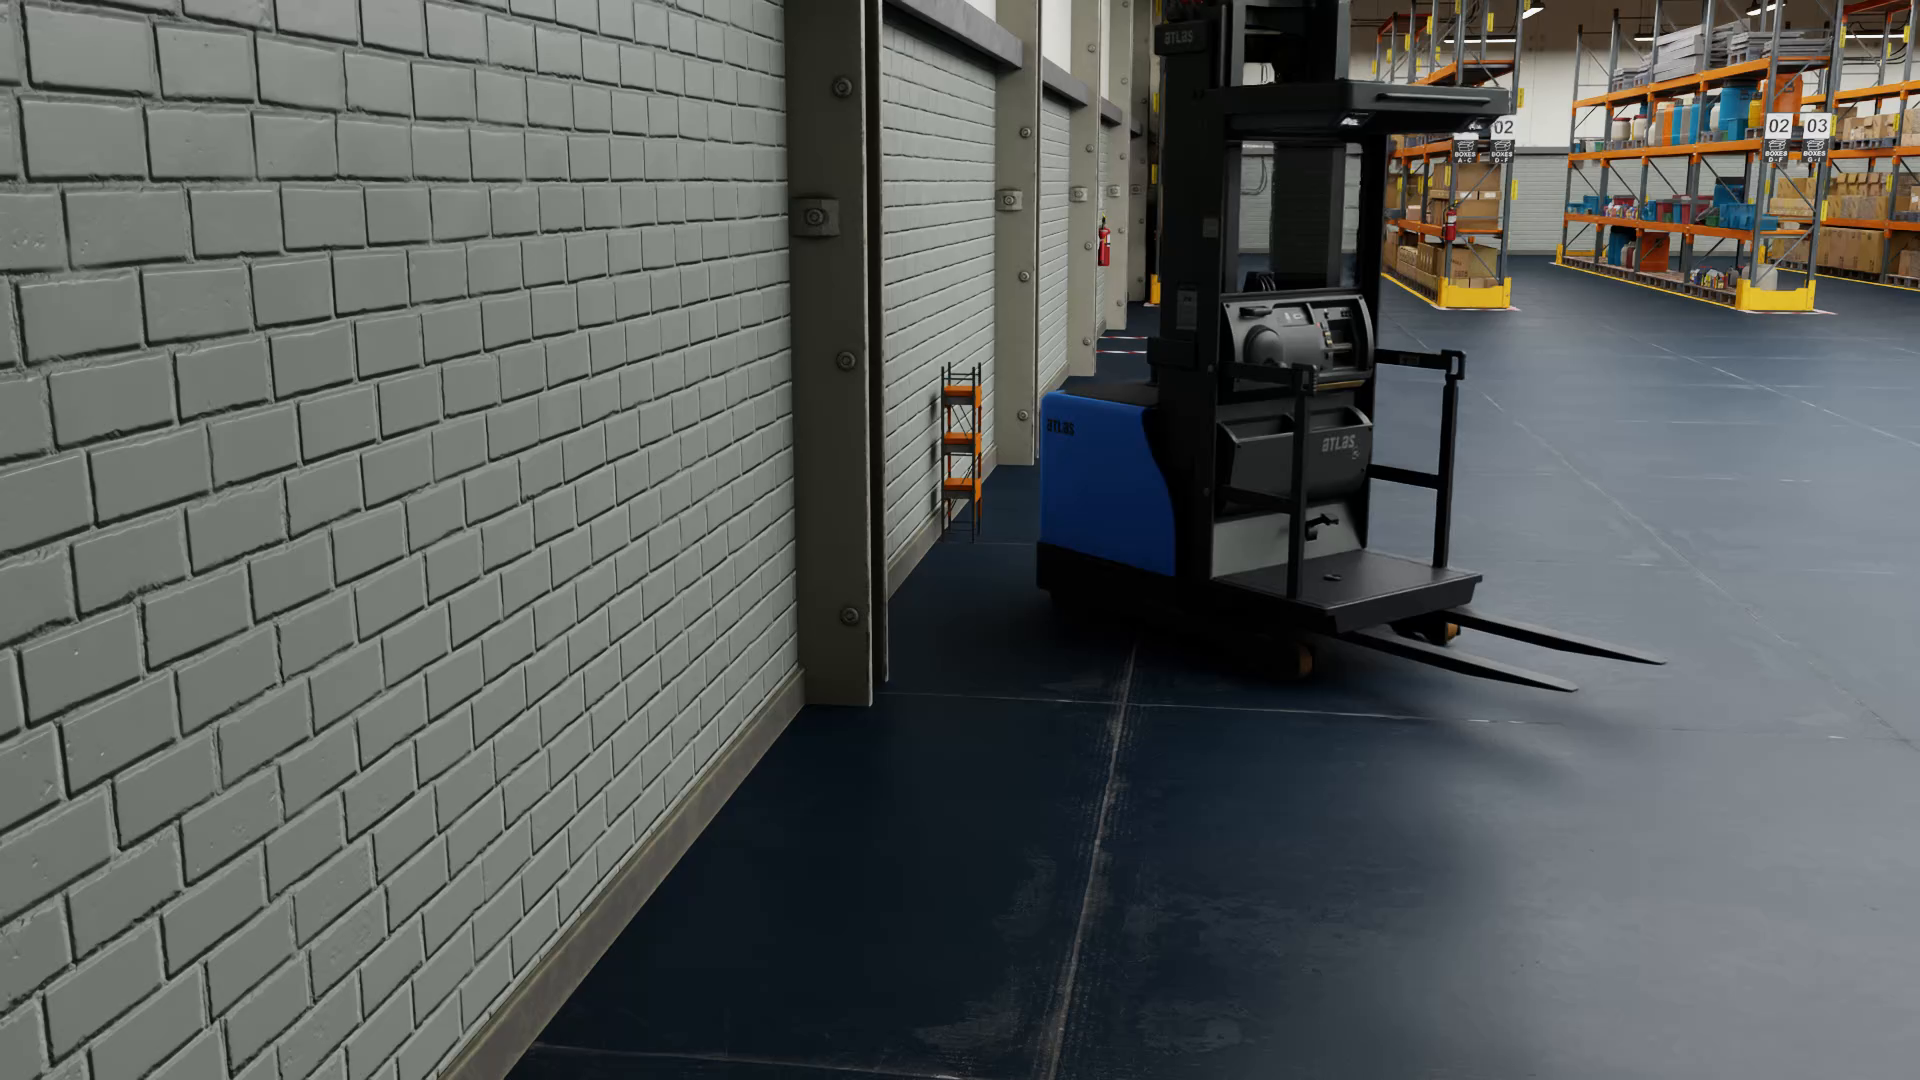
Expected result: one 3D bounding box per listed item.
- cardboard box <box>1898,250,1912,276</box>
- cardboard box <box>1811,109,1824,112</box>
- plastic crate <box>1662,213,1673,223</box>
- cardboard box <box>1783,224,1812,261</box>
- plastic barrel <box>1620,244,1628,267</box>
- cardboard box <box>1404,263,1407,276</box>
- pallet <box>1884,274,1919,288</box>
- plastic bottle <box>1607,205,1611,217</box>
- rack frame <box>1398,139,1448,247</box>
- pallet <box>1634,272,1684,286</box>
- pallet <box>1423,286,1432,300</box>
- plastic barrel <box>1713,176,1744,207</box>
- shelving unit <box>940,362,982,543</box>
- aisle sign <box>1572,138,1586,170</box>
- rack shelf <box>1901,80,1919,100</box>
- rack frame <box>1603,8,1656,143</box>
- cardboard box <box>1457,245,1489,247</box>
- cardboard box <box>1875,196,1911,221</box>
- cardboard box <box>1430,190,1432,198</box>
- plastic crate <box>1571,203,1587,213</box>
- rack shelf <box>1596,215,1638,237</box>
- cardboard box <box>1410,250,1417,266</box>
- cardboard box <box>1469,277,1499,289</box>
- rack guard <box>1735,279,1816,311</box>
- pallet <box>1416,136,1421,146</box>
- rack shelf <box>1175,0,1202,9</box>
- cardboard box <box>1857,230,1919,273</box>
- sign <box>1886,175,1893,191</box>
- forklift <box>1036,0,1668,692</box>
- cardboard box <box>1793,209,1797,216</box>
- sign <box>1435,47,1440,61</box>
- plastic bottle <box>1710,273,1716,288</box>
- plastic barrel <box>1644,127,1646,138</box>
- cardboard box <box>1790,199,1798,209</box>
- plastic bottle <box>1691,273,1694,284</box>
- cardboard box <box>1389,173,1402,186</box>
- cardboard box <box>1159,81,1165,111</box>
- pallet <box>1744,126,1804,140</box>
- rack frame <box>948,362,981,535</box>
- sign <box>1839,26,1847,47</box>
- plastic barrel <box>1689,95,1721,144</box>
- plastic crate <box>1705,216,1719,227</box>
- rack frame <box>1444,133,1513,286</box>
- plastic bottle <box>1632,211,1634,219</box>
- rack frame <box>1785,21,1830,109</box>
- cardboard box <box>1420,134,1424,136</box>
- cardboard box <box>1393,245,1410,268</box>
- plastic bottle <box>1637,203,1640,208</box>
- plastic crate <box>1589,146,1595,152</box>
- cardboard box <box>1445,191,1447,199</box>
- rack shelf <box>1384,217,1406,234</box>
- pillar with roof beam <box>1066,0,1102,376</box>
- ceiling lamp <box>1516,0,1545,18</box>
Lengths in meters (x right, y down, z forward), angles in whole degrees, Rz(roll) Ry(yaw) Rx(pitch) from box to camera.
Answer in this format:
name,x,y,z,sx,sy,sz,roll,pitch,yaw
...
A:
name,x,y,z,sx,sy,sz,roll,pitch,yaw
cardboard box,19.777,-5.688,34.158,0.700,0.500,0.500,1,12,6
cardboard box,20.770,-10.217,39.908,0.500,0.250,0.500,1,12,7
plastic crate,14.340,-6.431,33.219,0.450,0.188,0.662,2,12,9
cardboard box,20.931,-7.342,40.989,0.875,0.875,0.875,2,12,9
plastic barrel,15.196,-6.443,37.678,0.421,0.512,0.421,0,12,0
cardboard box,9.472,-5.599,34.384,0.500,0.250,0.500,2,12,10
pallet,19.738,-5.310,34.130,1.003,0.211,1.213,2,12,9
plastic bottle,15.077,-7.608,38.469,0.152,0.276,0.135,2,12,9
rack frame,10.072,-7.157,36.084,1.000,3.000,0.127,2,12,9
pallet,14.808,-5.473,34.887,1.003,0.211,1.213,2,12,9
pallet,9.108,-4.543,30.570,1.003,0.211,1.213,2,12,9
plastic barrel,14.709,-6.479,31.747,0.600,0.901,0.708,2,12,9
shelving unit,0.008,-0.524,9.934,0.215,1.050,0.252,2,12,9
aisle sign,15.914,-9.957,42.903,0.394,0.787,0.004,2,12,9
rack shelf,19.552,-8.805,32.145,1.077,0.370,4.000,2,12,9
rack frame,15.581,-10.761,38.567,1.000,3.000,0.127,2,12,9
cardboard box,9.377,-5.136,30.456,0.500,0.500,0.500,2,12,9
cardboard box,19.691,-6.995,35.094,0.500,0.500,0.500,2,12,10
cardboard box,9.224,-6.641,31.911,0.380,0.149,0.250,2,12,9
plastic crate,15.732,-8.431,42.249,0.416,0.233,0.300,2,12,9
rack shelf,15.273,-7.061,37.343,1.077,0.370,4.000,2,12,9
cardboard box,9.310,-5.662,33.344,0.500,0.311,0.500,2,12,10
cardboard box,9.144,-4.457,29.086,0.500,0.250,0.500,2,12,9
rack guard,13.701,-4.126,27.952,1.175,0.500,0.348,2,12,9
pallet,9.887,-8.154,34.038,1.003,0.211,1.213,2,12,11
rack shelf,5.484,-11.939,37.851,1.077,0.370,4.000,2,12,9
cardboard box,19.987,-6.145,35.434,1.225,0.875,0.875,1,12,6
sign,19.311,-7.419,34.549,0.100,0.325,0.005,2,12,9
forklift,1.674,-0.942,7.407,1.130,2.935,3.031,-9,15,-36
cardboard box,20.436,-7.940,40.312,0.380,0.149,0.250,2,12,10
sign,11.236,-11.440,39.123,0.100,0.325,0.005,2,12,9
plastic bottle,13.672,-4.691,30.062,0.152,0.276,0.135,2,12,7
plastic barrel,14.986,-8.828,36.048,0.301,0.262,0.301,0,12,0
cardboard box,20.520,-8.160,40.387,0.500,0.250,0.500,2,12,8
plastic bottle,13.853,-4.937,31.380,0.097,0.201,0.097,0,12,0
cardboard box,10.509,-8.641,40.359,0.500,0.500,0.500,2,12,9
cardboard box,3.754,-7.764,29.119,0.500,0.500,0.500,2,12,11
pallet,13.959,-6.874,28.096,1.003,0.211,1.213,2,12,9
rack frame,0.027,-0.550,10.052,0.200,1.050,0.008,2,12,9
sign,14.278,-8.142,26.911,0.100,0.325,0.005,2,12,9
plastic barrel,14.214,-7.988,31.627,0.600,0.901,0.708,2,12,9
plastic crate,13.863,-5.786,30.225,0.450,0.188,0.662,2,12,9
rack frame,8.842,-5.492,28.356,1.000,3.000,0.127,2,12,9
plastic bottle,14.693,-7.089,36.237,0.097,0.201,0.097,0,12,0
rack frame,21.090,-11.433,41.686,1.000,3.000,0.127,2,12,9
cardboard box,10.058,-8.659,35.293,0.500,0.250,0.500,1,12,4
cardboard box,9.984,-6.353,37.240,0.500,0.500,0.500,2,12,11
plastic bottle,15.592,-7.569,38.111,0.144,0.351,0.185,2,12,9
plastic crate,15.401,-9.443,40.197,0.293,0.136,0.466,2,12,9
cardboard box,8.871,-6.158,29.672,0.380,0.149,0.250,2,12,10
rack shelf,10.380,-7.222,38.092,1.077,0.370,4.000,2,12,9
pillar with roof beam,5.607,-6.121,17.033,9.100,9.000,0.400,2,12,9
ceiling lamp,13.228,-13.514,37.485,0.800,3.185,2.000,2,12,9
